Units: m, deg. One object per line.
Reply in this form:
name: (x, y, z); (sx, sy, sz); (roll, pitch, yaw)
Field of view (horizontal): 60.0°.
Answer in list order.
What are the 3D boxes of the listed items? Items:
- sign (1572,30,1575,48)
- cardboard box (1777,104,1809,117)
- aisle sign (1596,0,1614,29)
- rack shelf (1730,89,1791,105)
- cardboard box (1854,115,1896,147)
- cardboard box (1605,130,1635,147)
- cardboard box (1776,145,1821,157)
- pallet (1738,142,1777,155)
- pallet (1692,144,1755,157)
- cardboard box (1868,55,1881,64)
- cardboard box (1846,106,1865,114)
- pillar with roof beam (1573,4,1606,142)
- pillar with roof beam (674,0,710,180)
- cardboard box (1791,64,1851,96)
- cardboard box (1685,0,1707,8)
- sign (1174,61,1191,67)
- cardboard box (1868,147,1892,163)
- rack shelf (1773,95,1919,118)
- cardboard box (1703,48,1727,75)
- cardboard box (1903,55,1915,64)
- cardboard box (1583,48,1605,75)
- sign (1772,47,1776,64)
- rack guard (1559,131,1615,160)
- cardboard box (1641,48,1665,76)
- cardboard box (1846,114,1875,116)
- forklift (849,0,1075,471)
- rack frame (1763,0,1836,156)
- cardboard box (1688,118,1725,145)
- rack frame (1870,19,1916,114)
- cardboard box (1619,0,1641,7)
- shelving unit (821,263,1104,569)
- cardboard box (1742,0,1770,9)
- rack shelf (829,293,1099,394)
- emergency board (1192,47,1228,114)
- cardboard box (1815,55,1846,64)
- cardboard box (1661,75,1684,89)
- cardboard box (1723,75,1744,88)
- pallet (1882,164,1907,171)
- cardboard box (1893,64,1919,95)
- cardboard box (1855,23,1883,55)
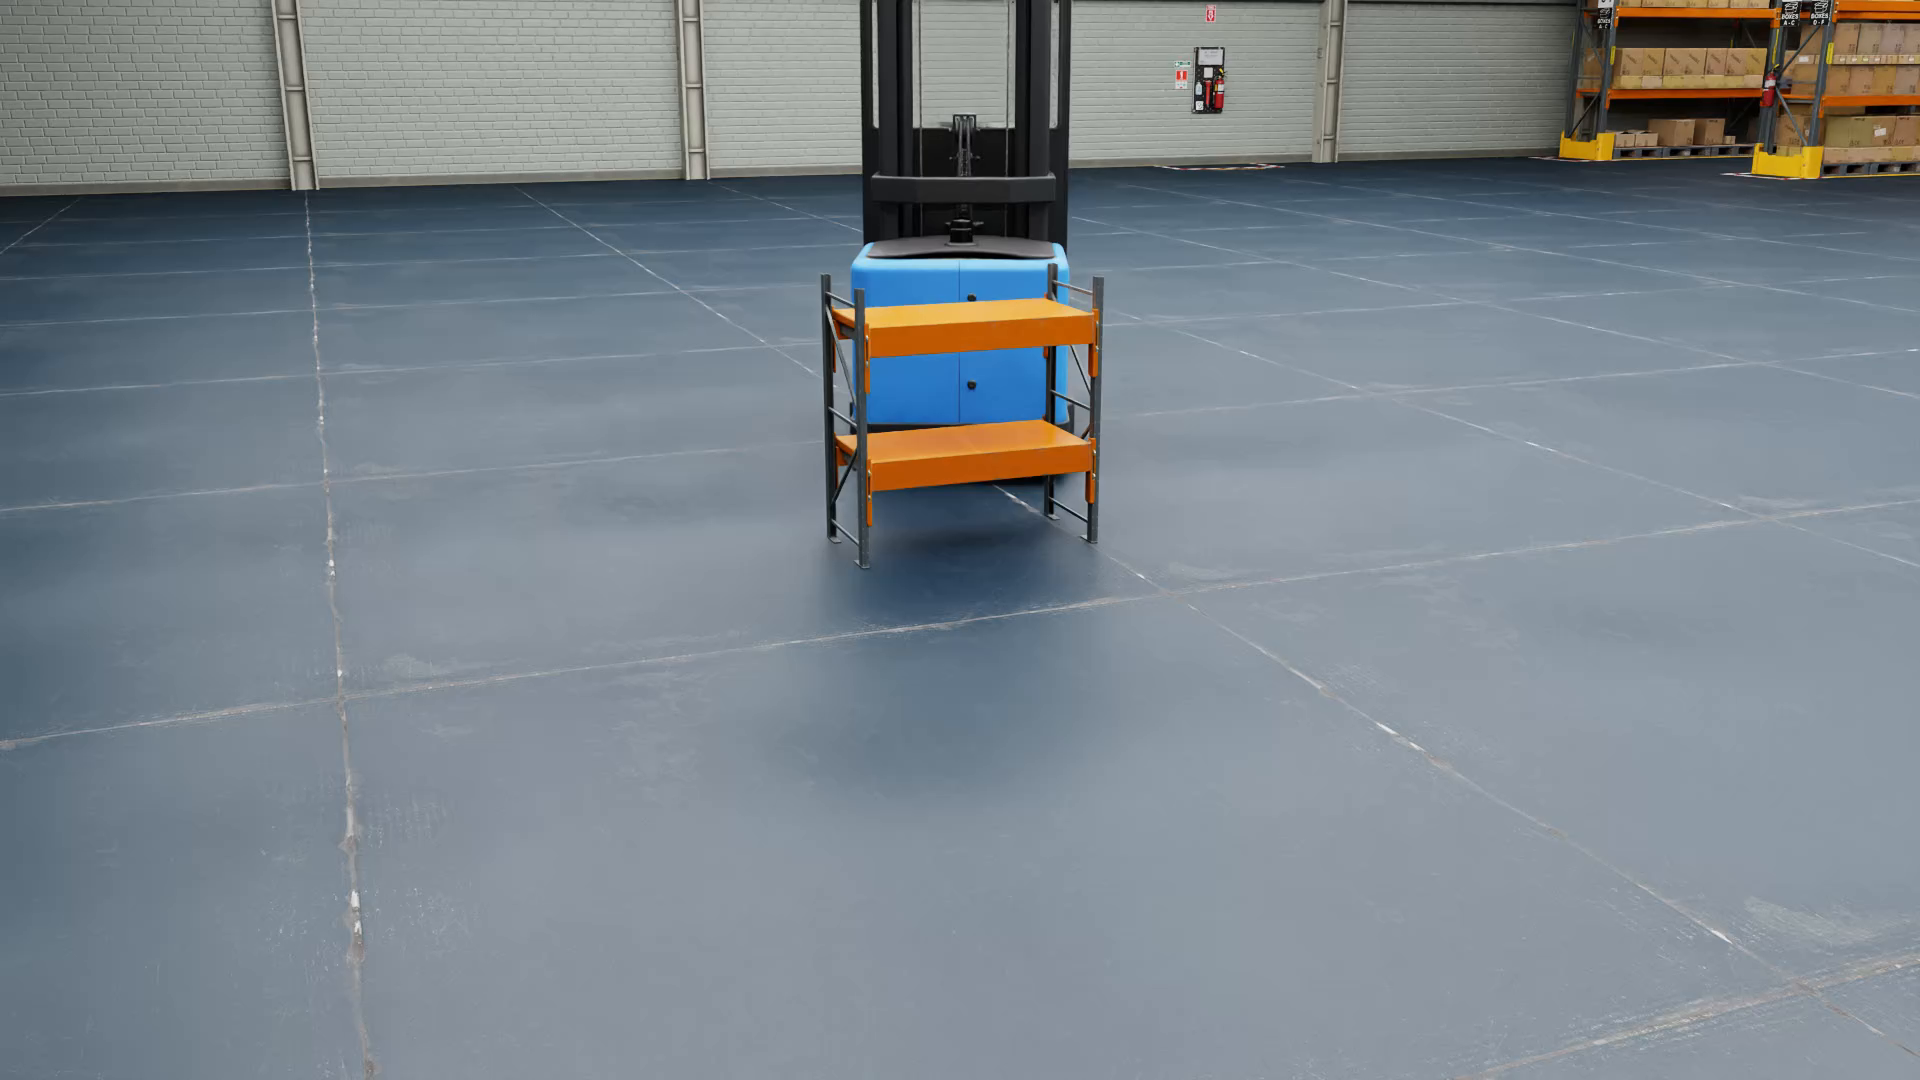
sign: (11.958, -9.741, 32.329); (0.005, 0.325, 0.100); (-6, 17, -20)
cardboard box: (16.964, -8.784, 34.013); (0.500, 0.250, 0.500); (-7, 18, -21)
aisle sign: (12.178, -10.047, 31.373); (0.004, 0.787, 0.394); (-6, 17, -20)
rack shelf: (17.740, -9.145, 34.194); (4.000, 0.370, 1.077); (-6, 17, -20)
cardboard box: (15.423, -6.925, 28.160); (0.500, 0.500, 0.500); (-6, 17, -20)
cardboard box: (12.816, -7.853, 32.507); (0.500, 0.311, 0.500); (-8, 18, -26)
cardboard box: (14.309, -6.597, 28.373); (0.500, 0.250, 0.500); (-6, 17, -20)
pallet: (16.599, -8.030, 34.068); (1.213, 0.211, 1.003); (-6, 17, -20)
pallet: (15.258, -7.874, 33.537); (1.213, 0.211, 1.003); (-6, 17, -20)
cardboard box: (15.073, -8.002, 27.694); (0.250, 0.149, 0.380); (-6, 18, -21)
cardboard box: (18.400, -8.936, 34.531); (0.500, 0.250, 0.500); (-6, 17, -19)
pillar with roof beam: (14.022, -10.930, 28.346); (0.400, 9.000, 9.100); (-6, 17, -20)
pillar with roof beam: (-2.786, -9.115, 22.166); (0.400, 9.000, 9.100); (-6, 17, -20)
cardboard box: (14.354, -7.674, 27.731); (0.500, 0.500, 0.700); (-6, 17, -20)
cardboard box: (14.030, -10.508, 32.021); (0.500, 0.500, 0.500); (-5, 17, -17)
sign: (4.012, -8.581, 29.990); (0.331, 0.109, 0.001); (-6, 17, -20)
cardboard box: (15.427, -6.562, 28.255); (0.500, 0.250, 0.500); (-6, 17, -20)
rack shelf: (15.781, -7.439, 28.384); (4.000, 0.370, 1.077); (-6, 17, -20)
cardboard box: (14.604, -9.358, 32.540); (0.500, 0.500, 0.500); (-7, 18, -22)
cardboard box: (15.793, -8.080, 27.959); (0.250, 0.149, 0.380); (-6, 17, -20)
cardboard box: (12.502, -9.286, 32.298); (0.500, 0.500, 0.500); (-6, 18, -21)
sign: (16.074, -9.562, 32.801); (0.005, 0.325, 0.100); (-6, 17, -20)
rack guard: (12.209, -7.694, 32.411); (0.348, 0.500, 1.175); (-6, 17, -20)
cardboard box: (13.156, -9.199, 32.001); (0.500, 0.500, 0.500); (-6, 17, -20)
cardboard box: (15.704, -7.112, 28.796); (0.500, 0.500, 0.500); (-6, 17, -20)
forklift: (0.035, -2.082, 8.985); (1.130, 2.935, 3.031); (0, 16, 1)
rack frame: (13.914, -7.583, 27.596); (0.127, 3.000, 1.000); (-6, 17, -20)
cardboard box: (14.918, -8.185, 33.304); (0.500, 0.500, 0.500); (-8, 18, -24)
rack frame: (19.608, -9.692, 34.779); (0.127, 3.000, 1.000); (-6, 17, -20)
cardboard box: (12.539, -10.350, 31.484); (0.500, 0.500, 0.500); (-6, 17, -19)
shelving unit: (0.006, -0.540, 6.942); (1.048, 1.125, 0.538); (-6, 17, -20)
cardboard box: (15.487, -10.669, 32.571); (0.500, 0.500, 0.500); (-6, 17, -19)
rack shelf: (0.006, -0.821, 6.860); (1.000, 0.278, 0.538); (-6, 17, -20)
emergency board: (4.558, -8.340, 30.174); (0.643, 1.169, 0.194); (-6, 17, -20)
cardboard box: (14.357, -7.925, 27.432); (0.250, 0.149, 0.380); (-6, 18, -20)
cardboard box: (13.665, -8.895, 32.295); (0.500, 0.250, 0.500); (-6, 18, -21)
cardboard box: (15.071, -9.051, 32.827); (0.500, 0.250, 0.500); (-6, 17, -20)
pallet: (16.891, -6.579, 29.127); (1.213, 0.211, 1.003); (-6, 17, -20)
cardboard box: (15.799, -7.831, 28.265); (0.500, 0.500, 0.700); (-6, 17, -18)
cardboard box: (14.893, -8.357, 27.751); (0.500, 0.500, 0.700); (-7, 18, -22)
